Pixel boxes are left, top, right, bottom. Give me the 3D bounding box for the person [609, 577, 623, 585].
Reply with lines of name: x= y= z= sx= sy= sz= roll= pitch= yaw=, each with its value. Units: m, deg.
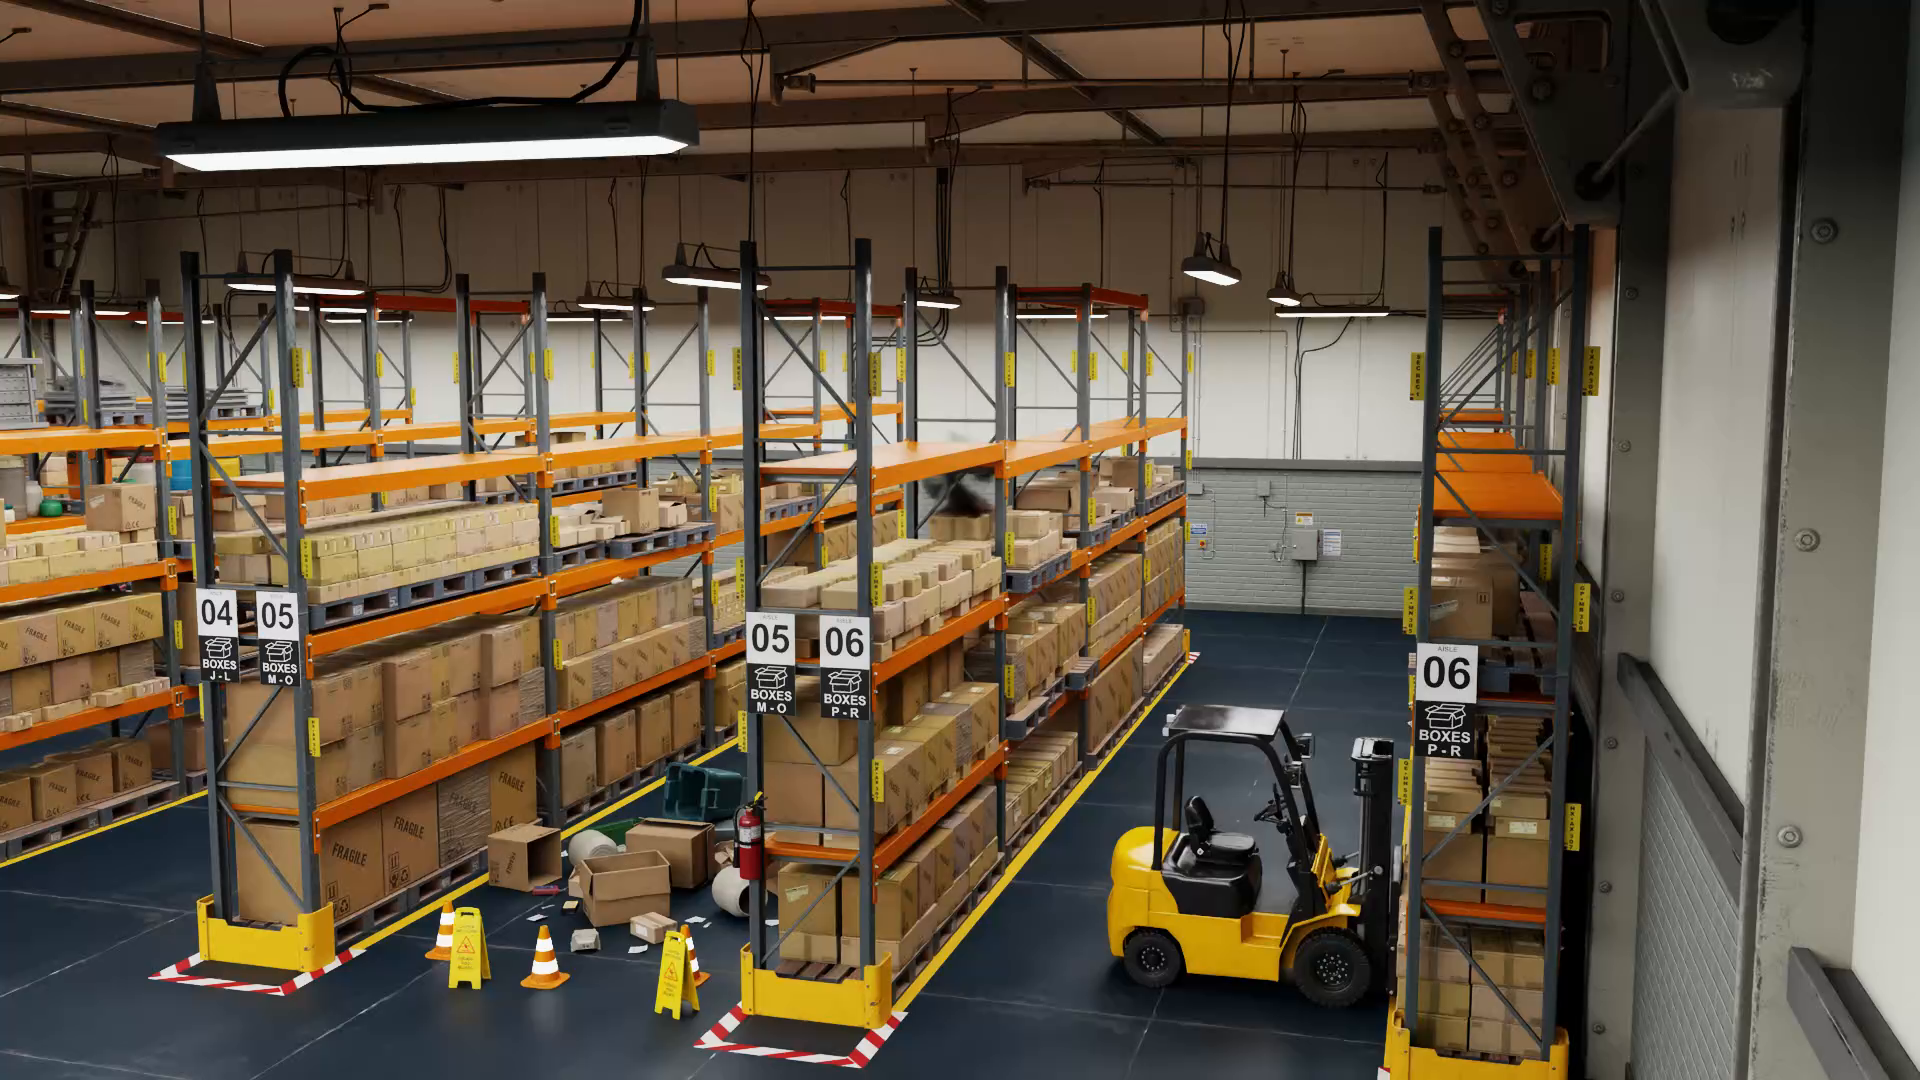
person: x=-5.169 y=1.445 z=25.127 sx=0.688 sy=1.765 sz=1.002 roll=1 pitch=6 yaw=9
